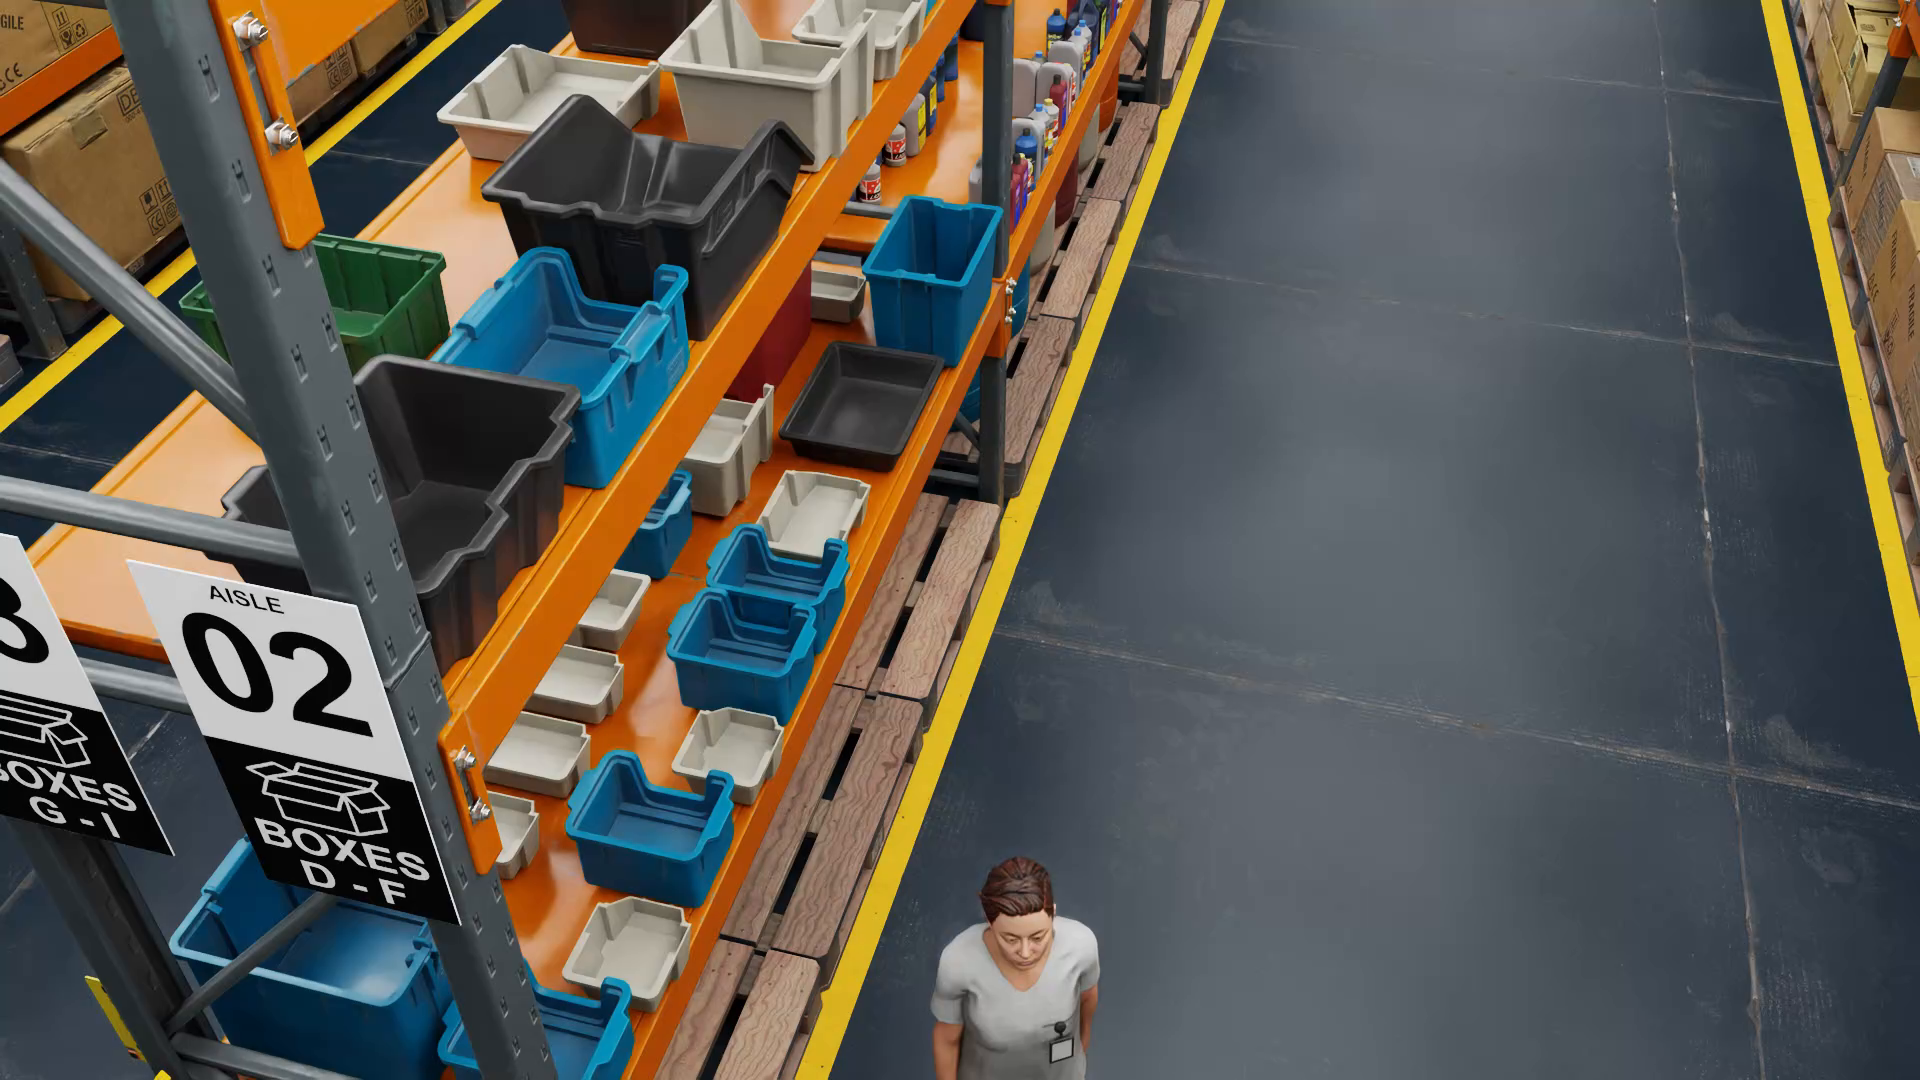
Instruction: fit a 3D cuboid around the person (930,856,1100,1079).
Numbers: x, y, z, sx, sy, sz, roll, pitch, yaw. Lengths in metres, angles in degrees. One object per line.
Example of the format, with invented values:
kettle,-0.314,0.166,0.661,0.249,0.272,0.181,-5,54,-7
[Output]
person,0.149,1.473,4.489,0.451,1.710,0.622,-2,41,-2
